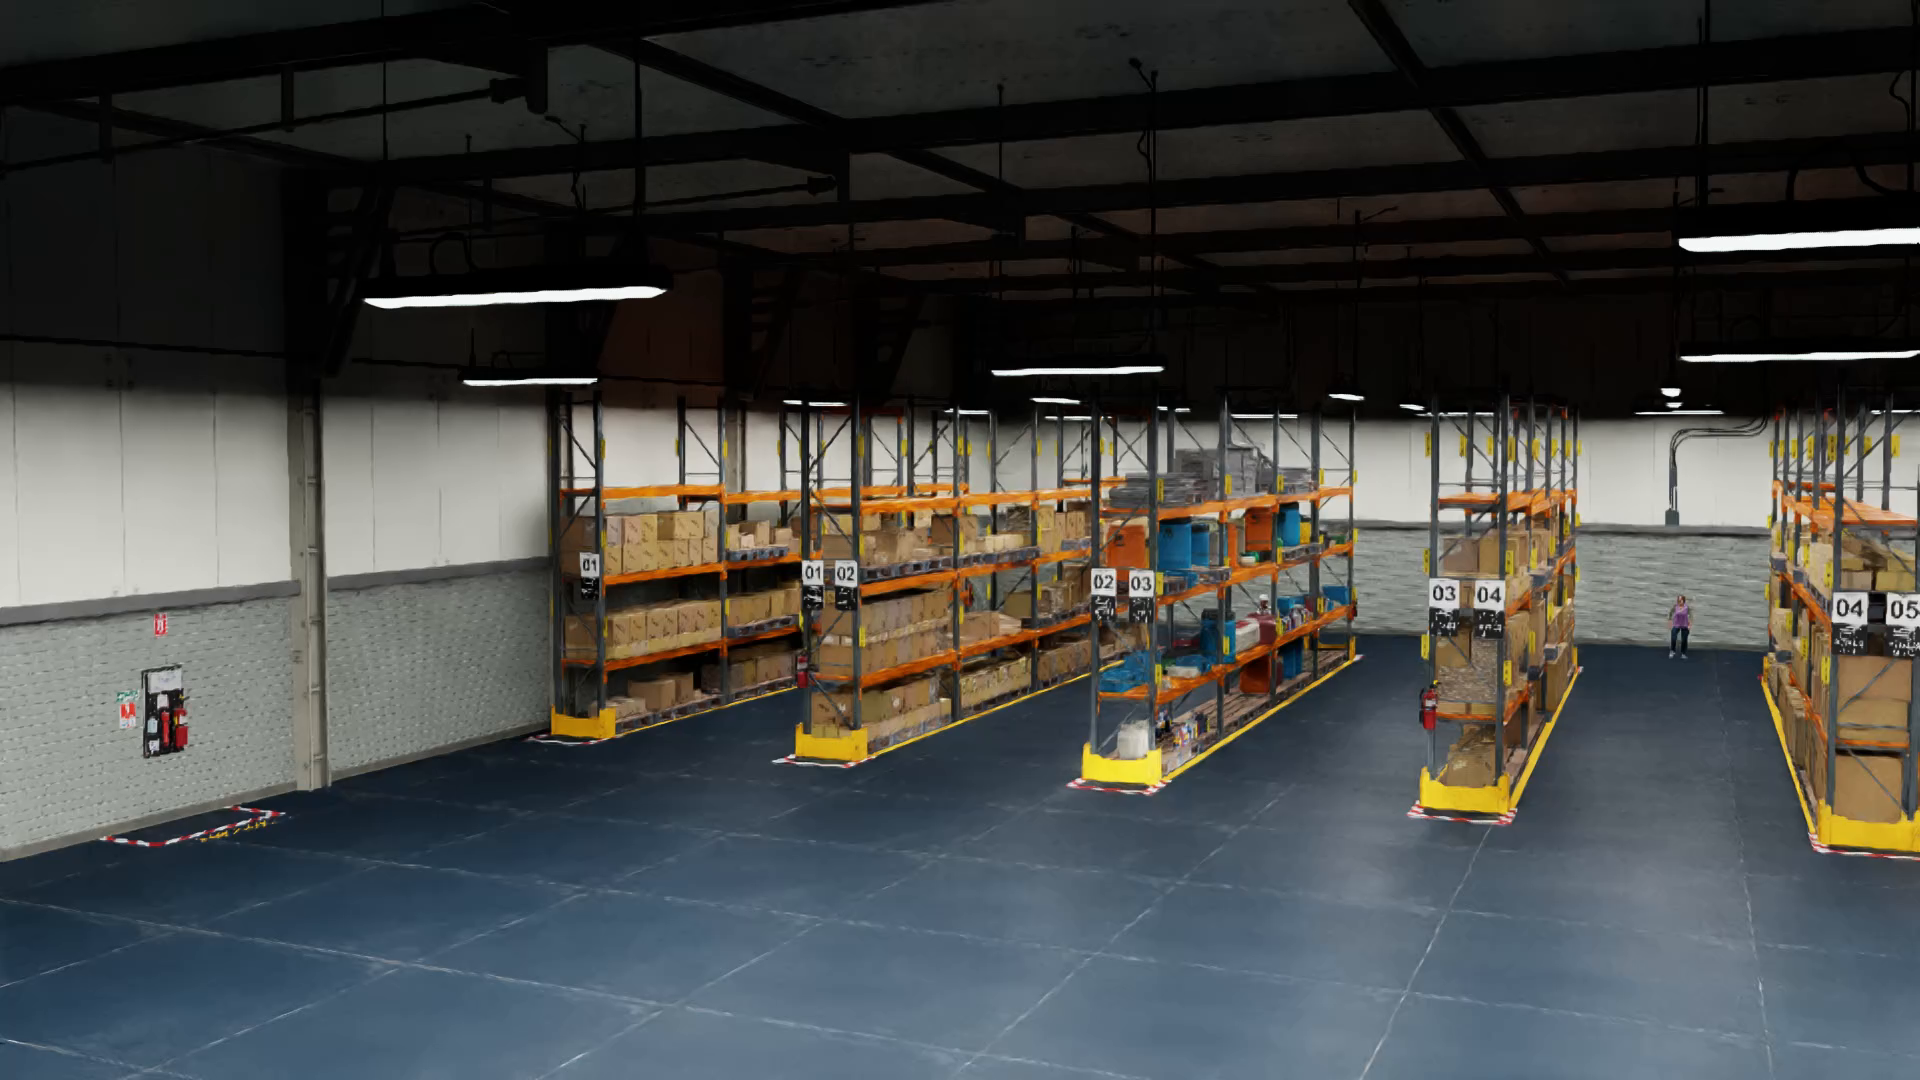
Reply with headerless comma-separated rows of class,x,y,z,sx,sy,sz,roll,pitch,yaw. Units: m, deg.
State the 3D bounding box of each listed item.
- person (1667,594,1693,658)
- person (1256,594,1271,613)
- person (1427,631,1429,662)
person,17.145,2.052,39.604,0.566,1.541,0.519,1,3,21
person,6.814,2.073,37.277,0.950,1.745,0.606,-3,4,-39
person,9.623,2.305,33.363,0.542,1.675,1.126,2,3,26
